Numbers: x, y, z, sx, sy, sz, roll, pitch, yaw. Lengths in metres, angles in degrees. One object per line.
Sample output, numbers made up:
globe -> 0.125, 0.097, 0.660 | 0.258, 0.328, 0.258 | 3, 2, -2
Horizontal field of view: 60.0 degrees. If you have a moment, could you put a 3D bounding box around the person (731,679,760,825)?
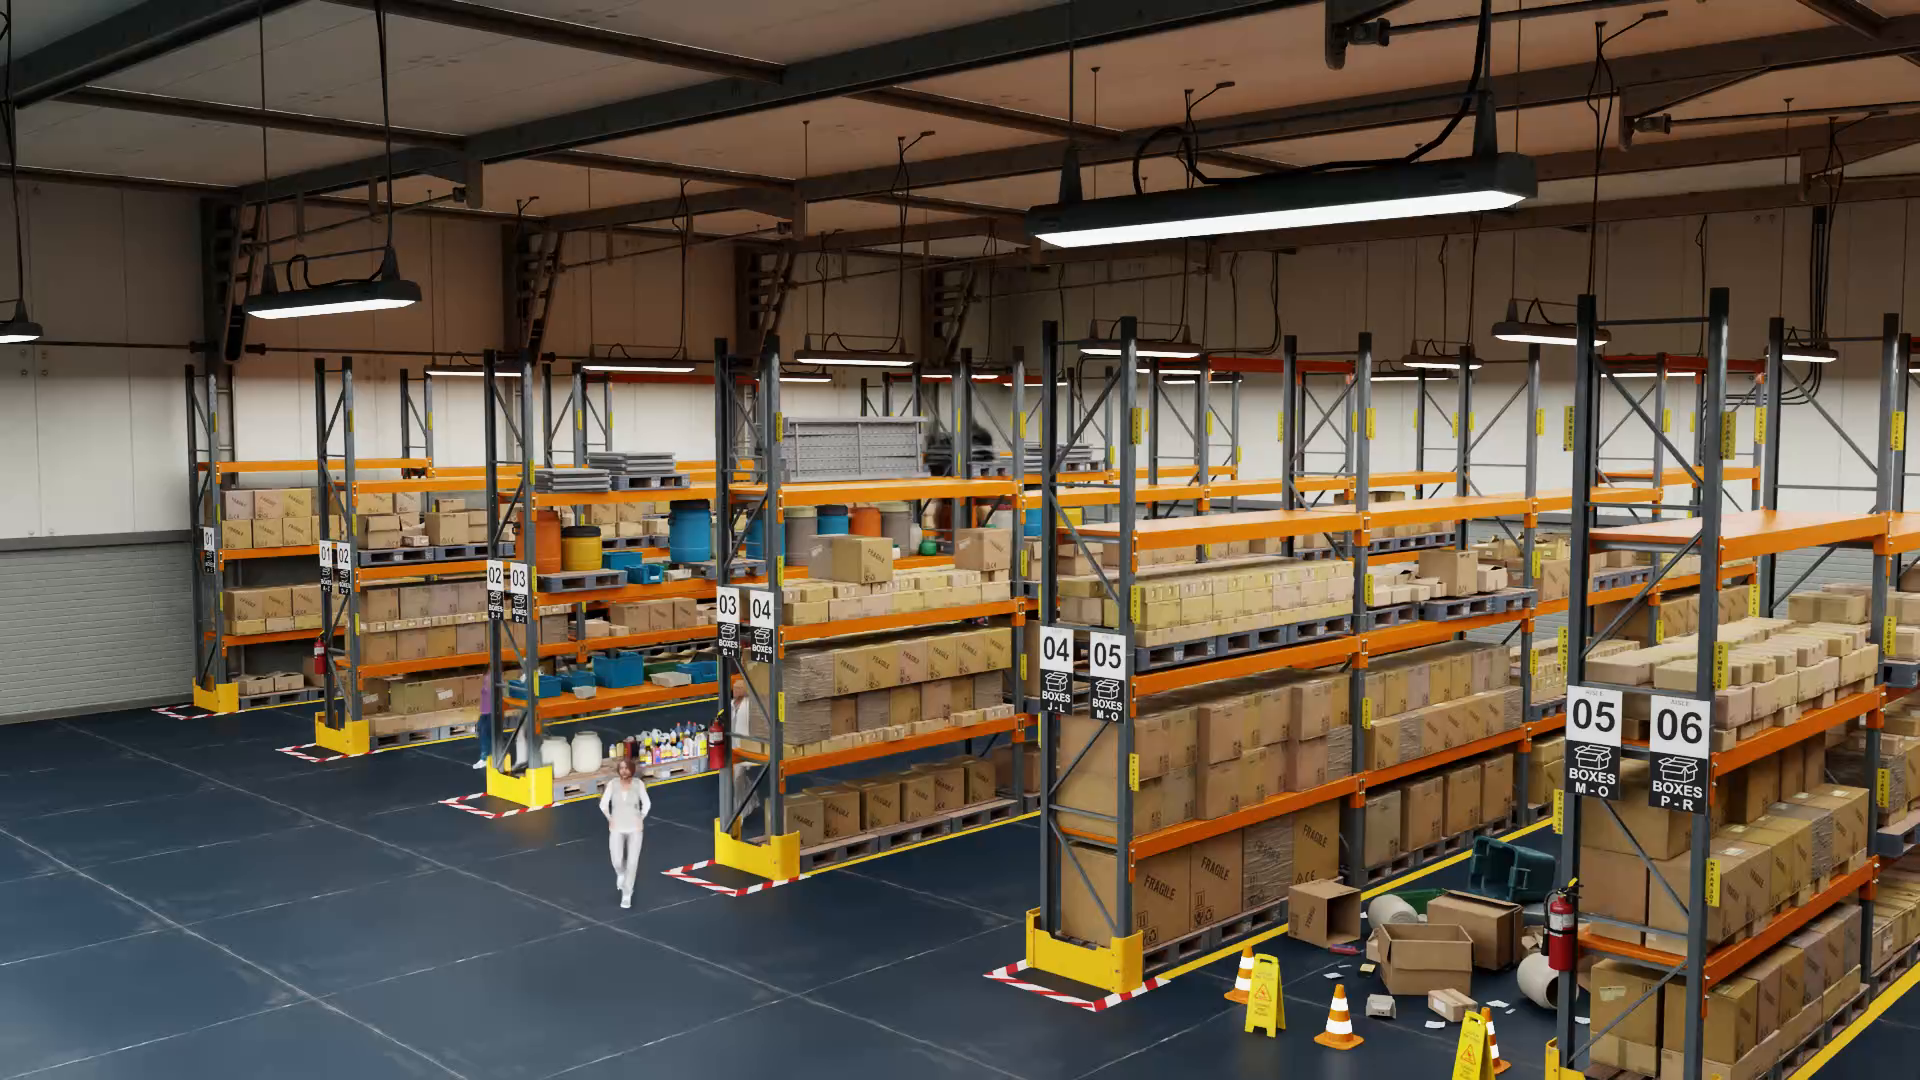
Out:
person -> -2.771, 2.674, 20.972 | 0.690, 1.842, 0.823 | 3, 5, 31

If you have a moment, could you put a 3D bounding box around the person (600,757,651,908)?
person -> -3.525, 3.058, 17.524 | 0.526, 1.573, 0.528 | 0, 4, -6

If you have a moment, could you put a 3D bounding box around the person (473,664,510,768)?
person -> -6.789, 2.538, 24.311 | 0.585, 1.557, 0.593 | 2, 5, 29

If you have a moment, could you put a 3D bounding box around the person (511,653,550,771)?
person -> -6.178, 2.459, 24.066 | 0.590, 1.683, 0.855 | 4, 6, 43
